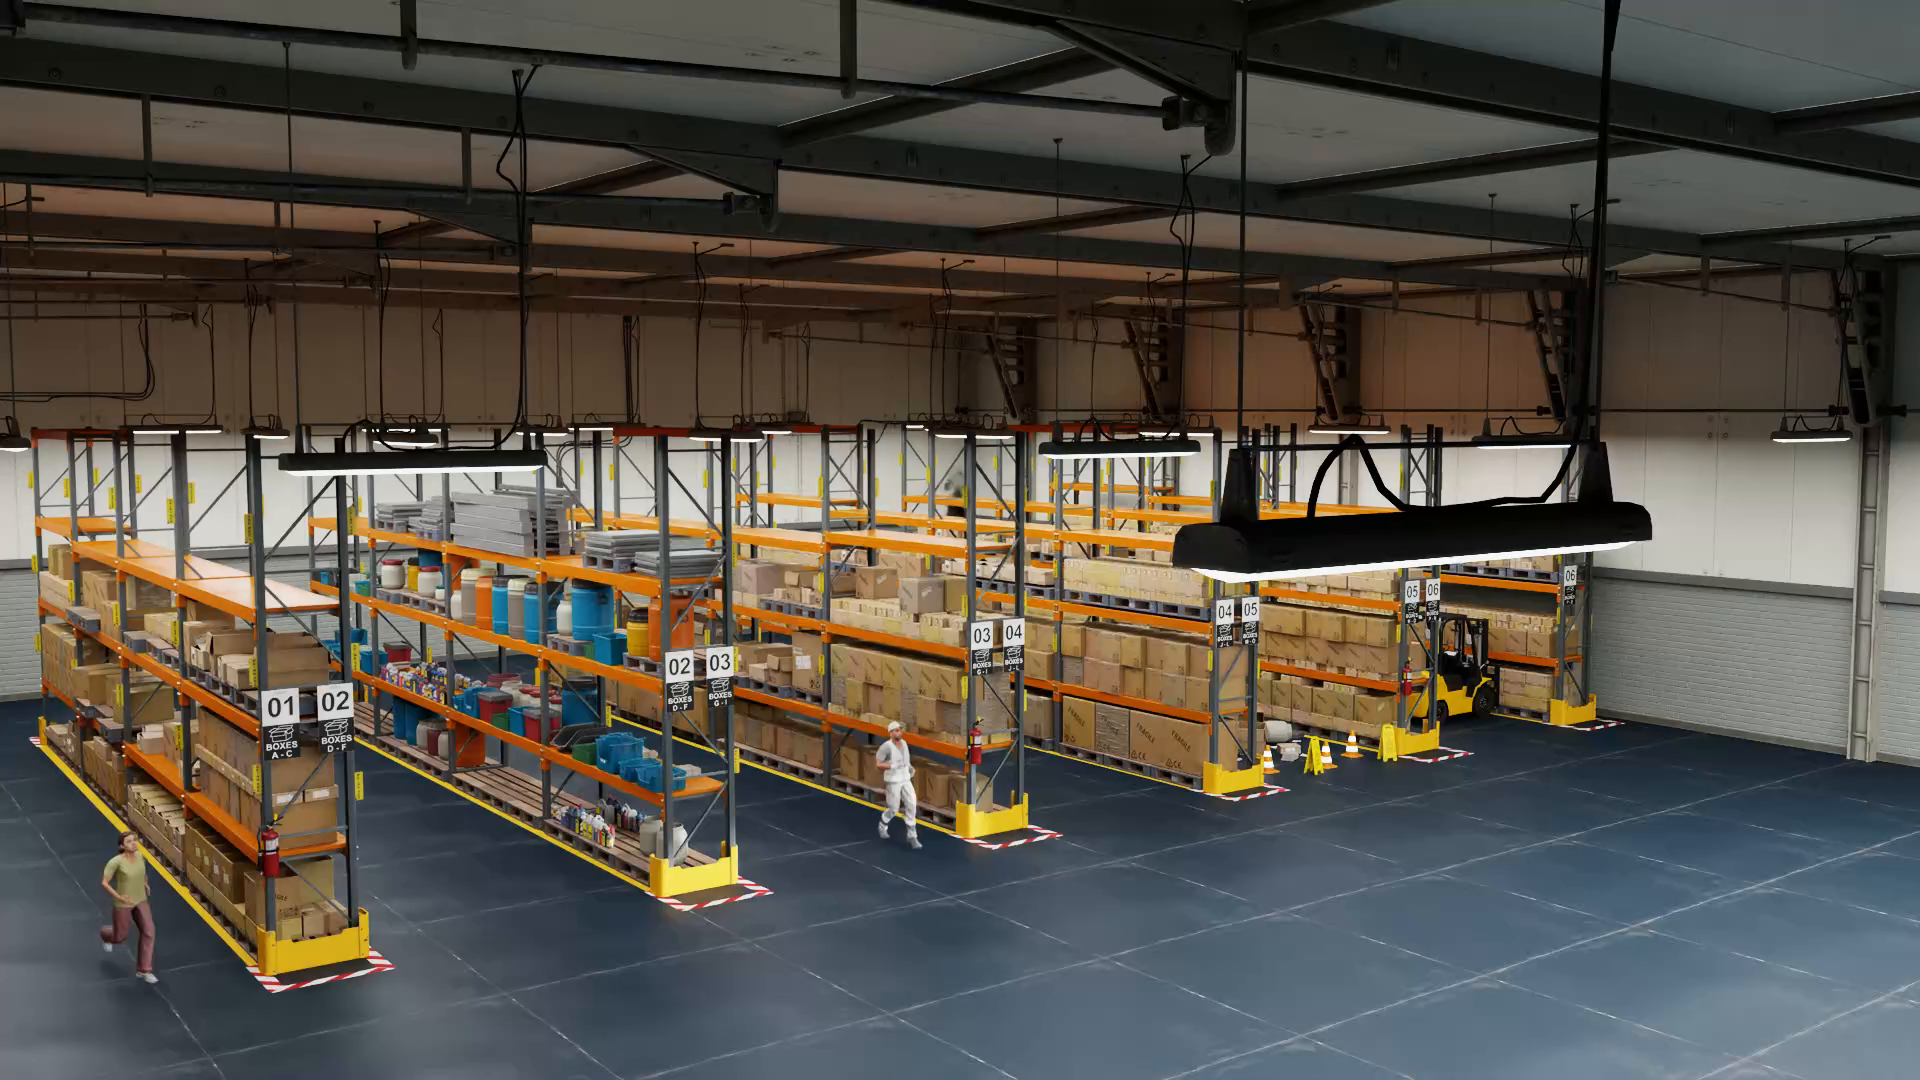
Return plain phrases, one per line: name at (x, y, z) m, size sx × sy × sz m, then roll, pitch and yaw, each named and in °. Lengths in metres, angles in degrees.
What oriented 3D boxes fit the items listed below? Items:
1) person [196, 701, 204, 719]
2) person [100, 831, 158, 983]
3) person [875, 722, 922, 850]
person at (-14.431, 2.958, 31.675) m, size 0.699 × 1.838 × 0.822 m, roll -4°, pitch 6°, yaw -44°
person at (-9.315, 4.073, 18.613) m, size 0.995 × 1.652 × 0.561 m, roll 3°, pitch 6°, yaw 38°
person at (-0.893, 3.545, 24.165) m, size 0.716 × 1.810 × 0.892 m, roll -4°, pitch 6°, yaw -43°
